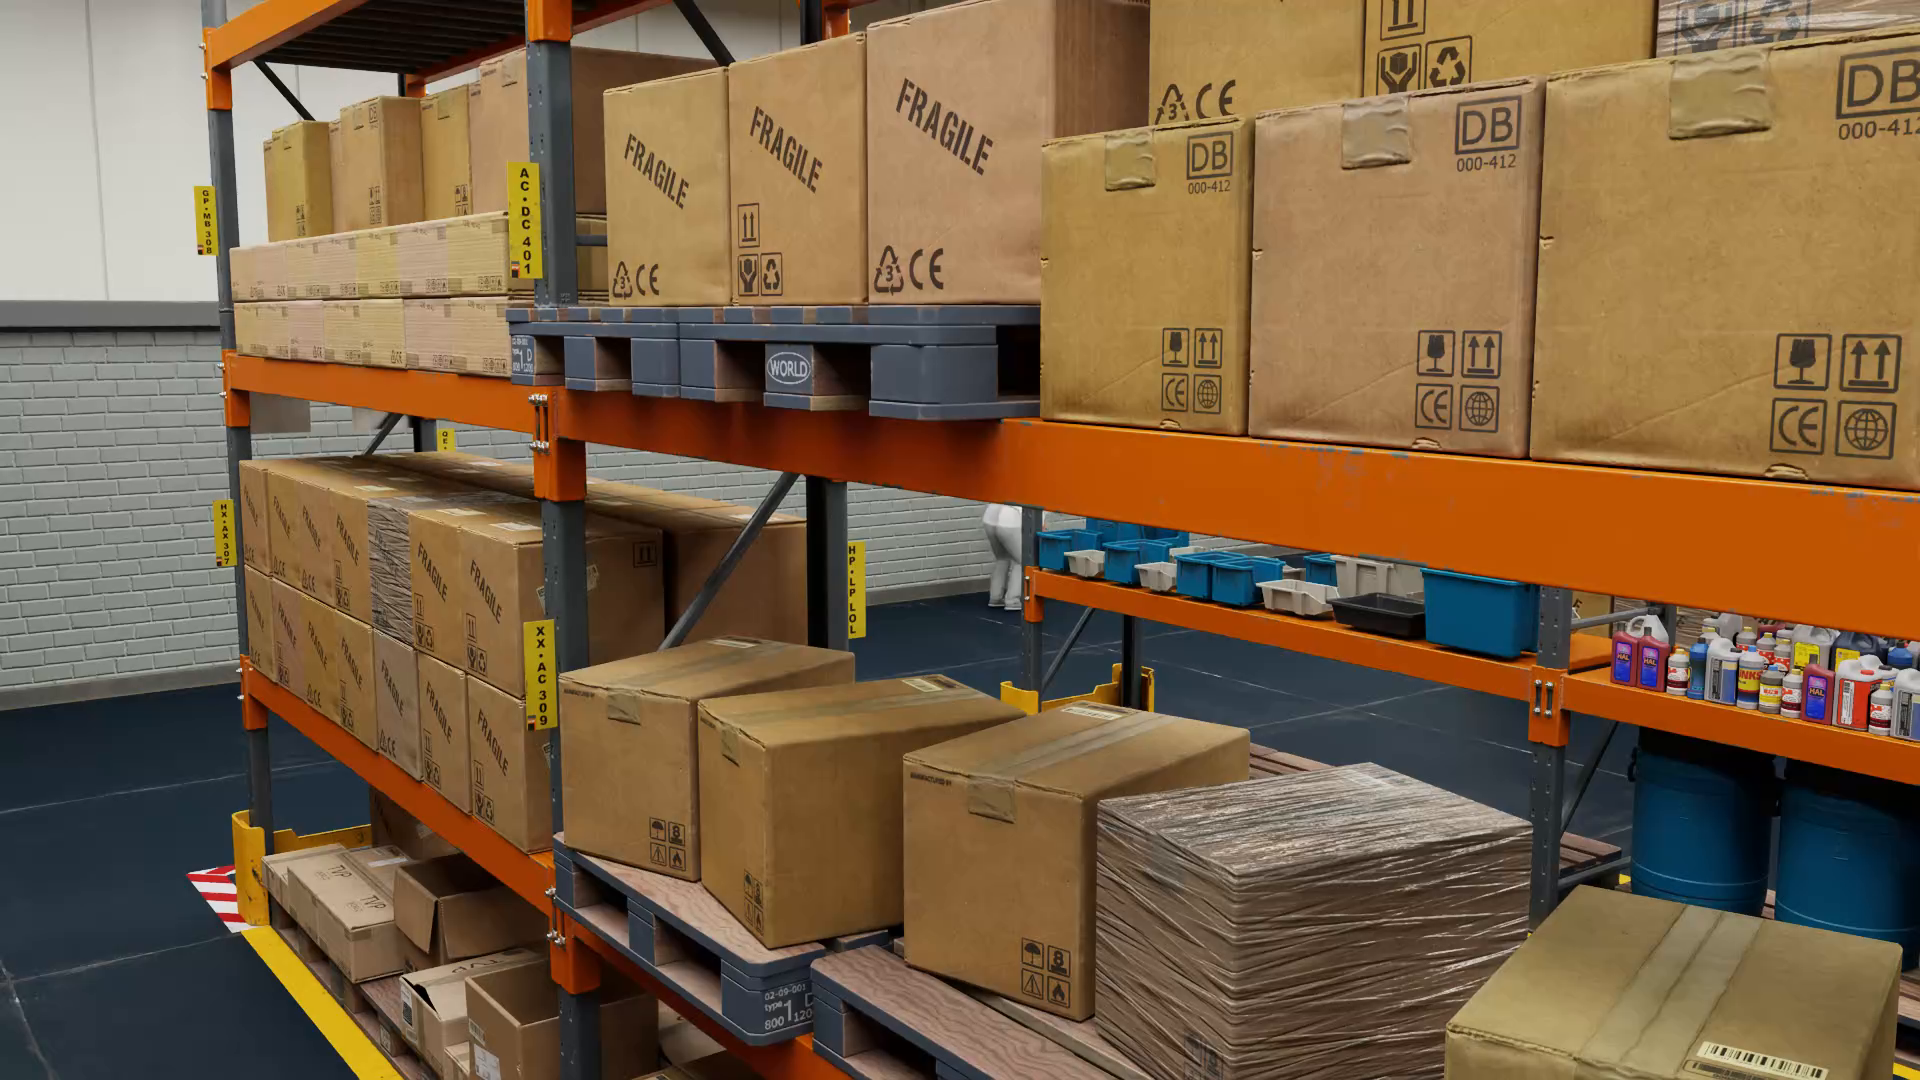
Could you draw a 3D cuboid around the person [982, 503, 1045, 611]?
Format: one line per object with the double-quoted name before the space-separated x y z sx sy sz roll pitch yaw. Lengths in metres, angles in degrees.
"person" 0.635 -0.064 17.108 0.860 1.528 0.488 -6 10 -37
